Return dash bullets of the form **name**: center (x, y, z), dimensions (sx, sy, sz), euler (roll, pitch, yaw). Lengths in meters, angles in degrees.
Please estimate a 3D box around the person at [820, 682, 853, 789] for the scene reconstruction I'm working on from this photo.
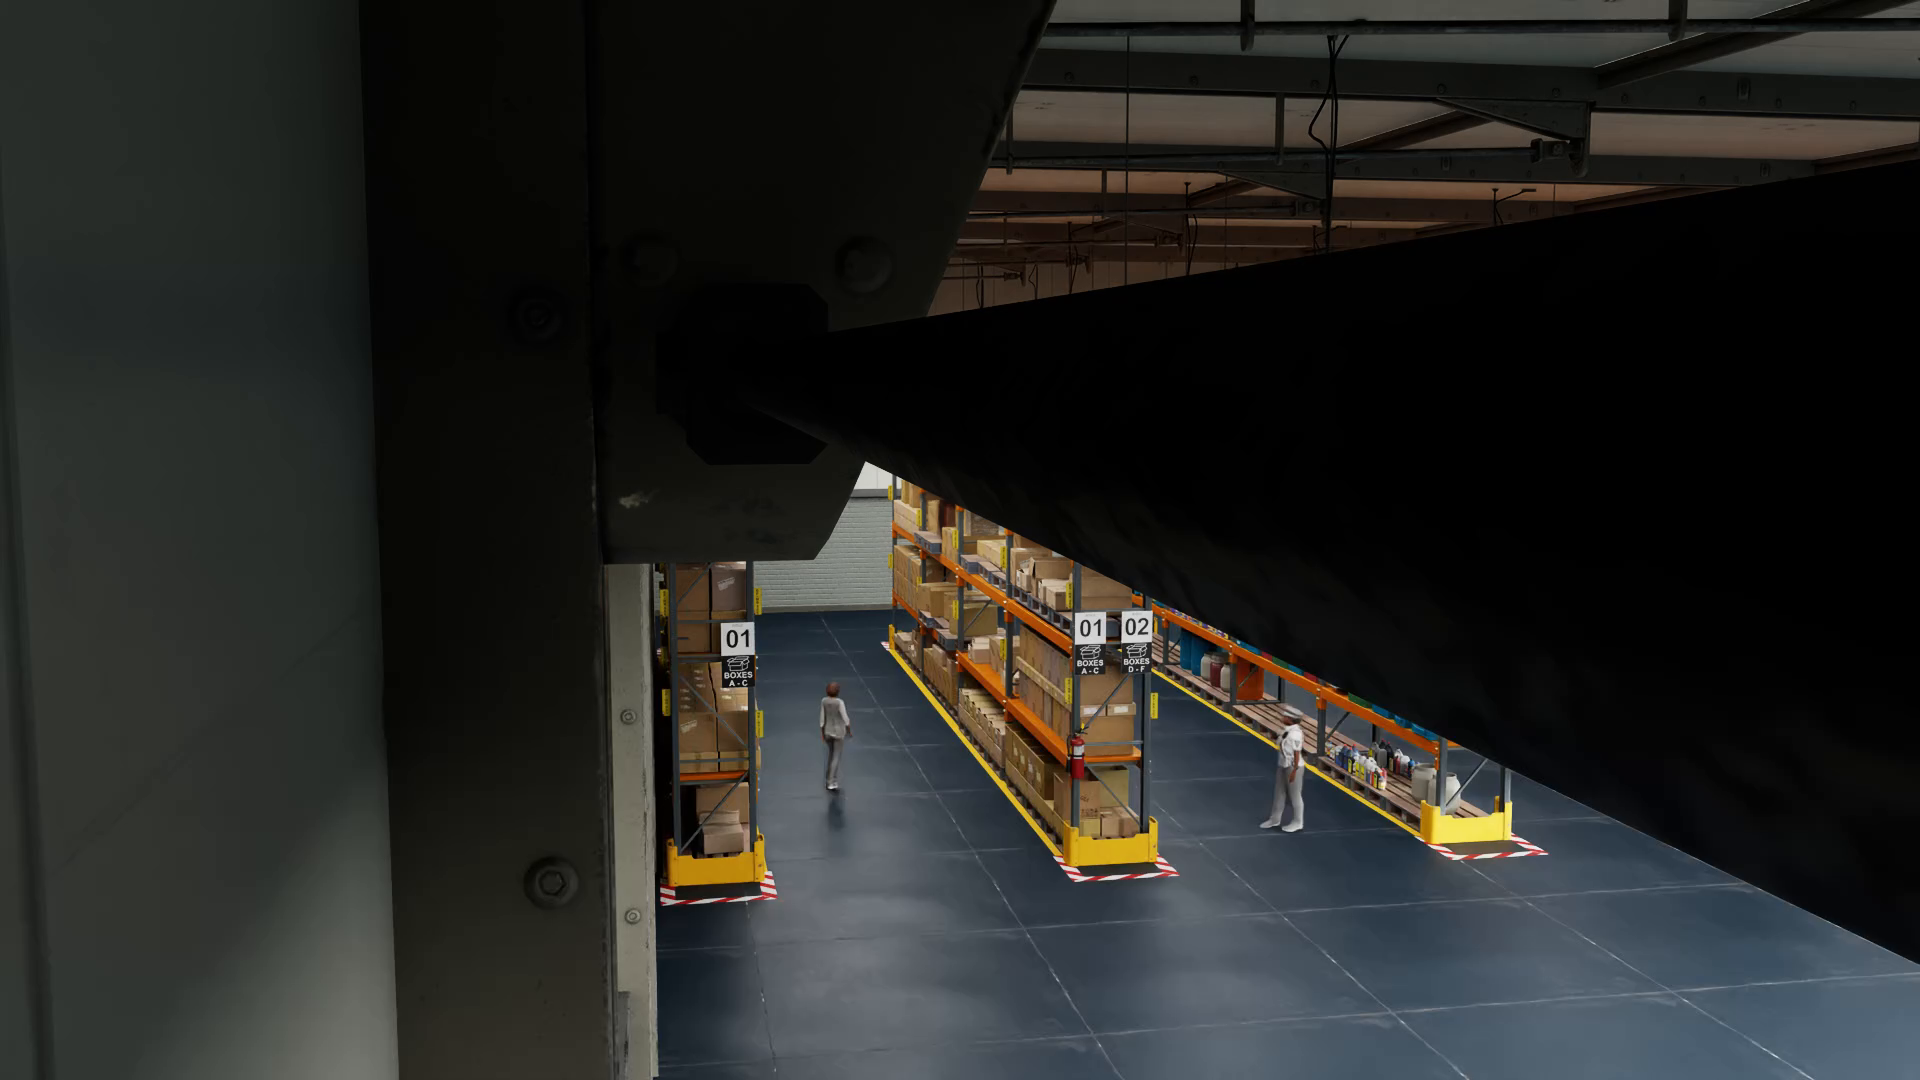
- **person**: center (-1.846, 2.897, 24.571), dimensions (0.441, 1.635, 0.511), euler (3, 7, 25)

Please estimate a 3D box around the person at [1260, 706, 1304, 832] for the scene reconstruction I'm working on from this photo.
- **person**: center (4.366, 3.079, 22.382), dimensions (0.530, 1.702, 0.459), euler (-2, 6, -15)
